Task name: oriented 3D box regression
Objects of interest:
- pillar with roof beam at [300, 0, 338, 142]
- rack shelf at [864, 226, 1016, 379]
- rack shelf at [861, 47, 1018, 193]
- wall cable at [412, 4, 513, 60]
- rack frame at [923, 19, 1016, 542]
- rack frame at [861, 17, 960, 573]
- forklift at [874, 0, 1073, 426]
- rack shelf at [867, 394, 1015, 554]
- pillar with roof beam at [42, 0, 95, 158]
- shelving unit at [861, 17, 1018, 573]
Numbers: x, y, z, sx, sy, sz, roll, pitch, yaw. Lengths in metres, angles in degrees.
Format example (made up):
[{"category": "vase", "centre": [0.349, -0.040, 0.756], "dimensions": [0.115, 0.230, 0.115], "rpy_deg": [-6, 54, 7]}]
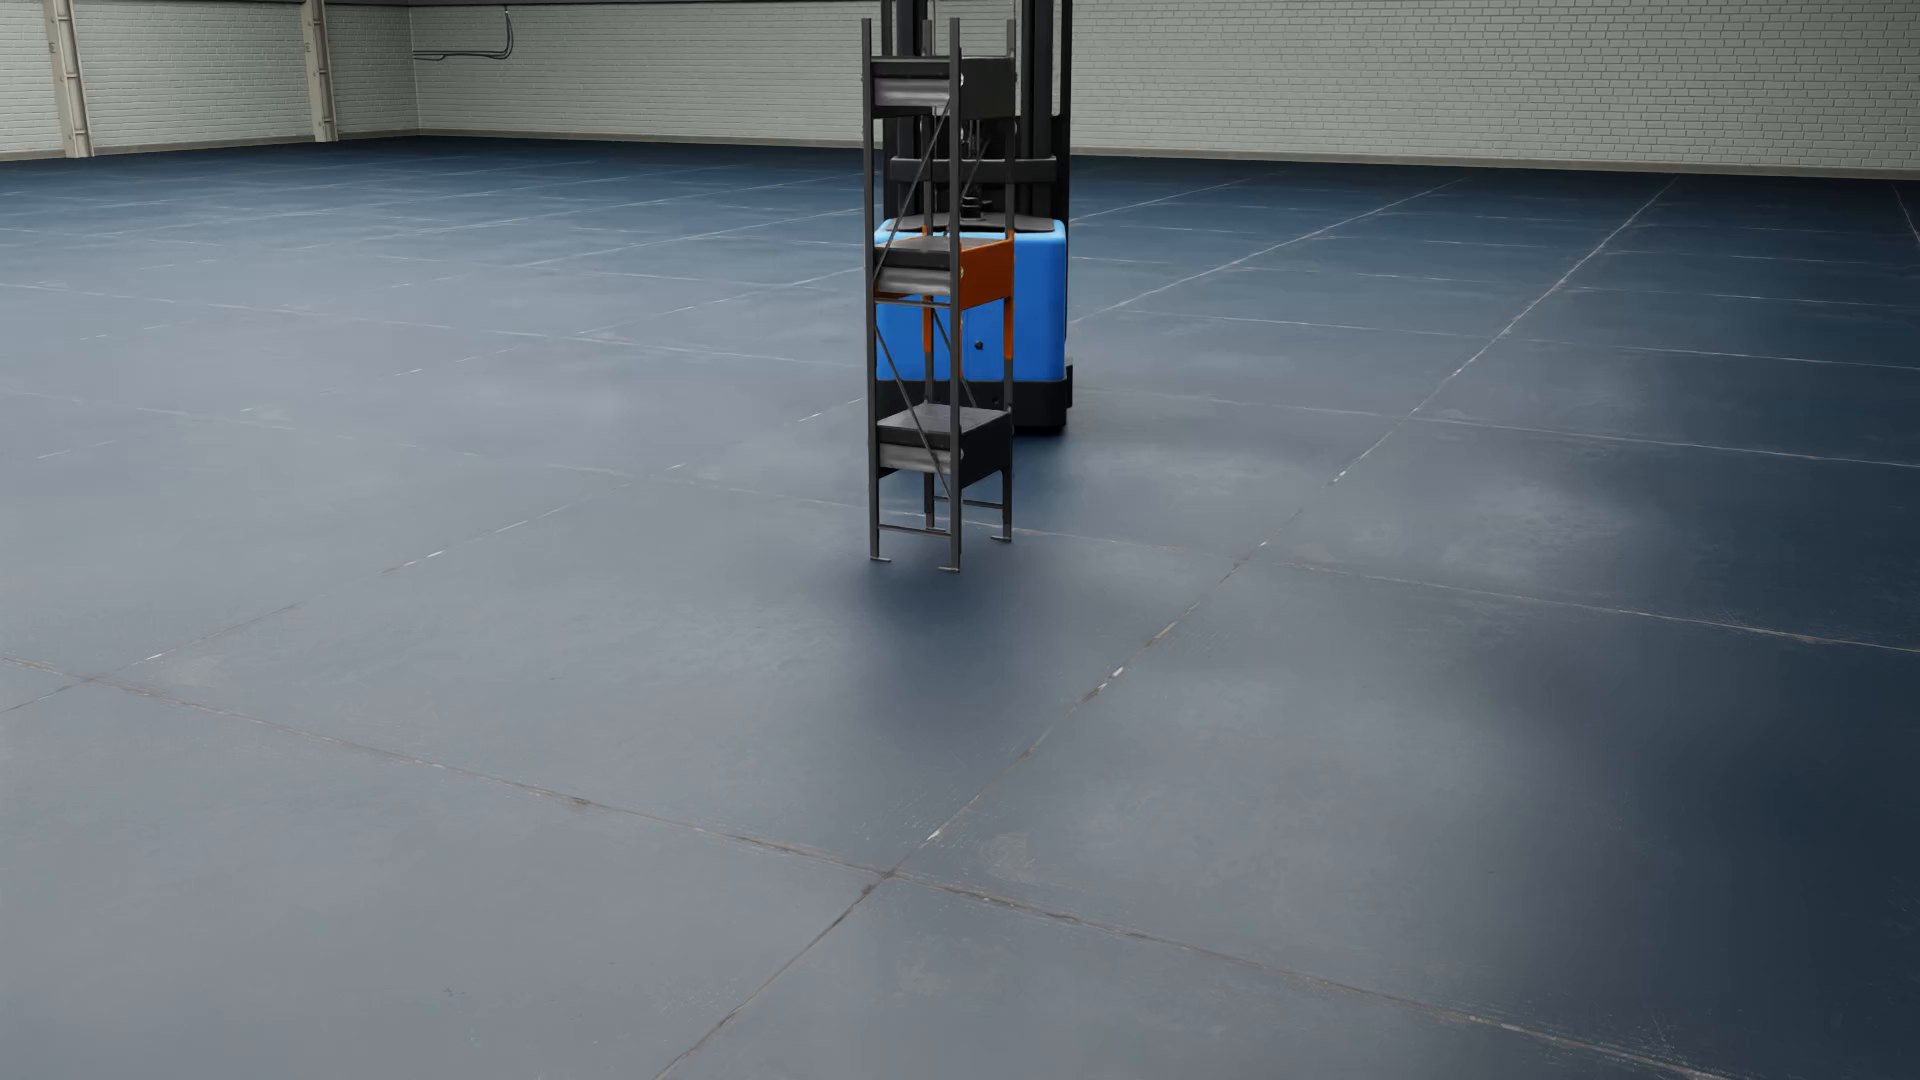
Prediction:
[{"category": "pillar with roof beam", "centre": [-10.041, -12.511, 33.340], "dimensions": [9.100, 9.000, 0.400], "rpy_deg": [8, 18, 25]}, {"category": "rack shelf", "centre": [-0.074, -0.951, 6.587], "dimensions": [0.431, 0.518, 0.480], "rpy_deg": [8, 18, 25]}, {"category": "rack shelf", "centre": [-0.074, -1.622, 6.388], "dimensions": [0.431, 0.518, 0.480], "rpy_deg": [8, 18, 25]}, {"category": "wall cable", "centre": [-11.393, -12.152, 37.586], "dimensions": [3.097, 2.526, 0.112], "rpy_deg": [8, 18, 25]}, {"category": "rack frame", "centre": [0.035, -1.027, 6.793], "dimensions": [0.400, 2.100, 0.015], "rpy_deg": [8, 18, 25]}, {"category": "rack frame", "centre": [-0.183, -0.902, 6.374], "dimensions": [0.400, 2.100, 0.015], "rpy_deg": [8, 18, 25]}, {"category": "forklift", "centre": [0.106, -2.374, 9.870], "dimensions": [1.130, 2.935, 3.031], "rpy_deg": [1, 17, 2]}, {"category": "rack shelf", "centre": [-0.074, -0.280, 6.787], "dimensions": [0.431, 0.518, 0.480], "rpy_deg": [8, 18, 25]}, {"category": "pillar with roof beam", "centre": [-12.722, -10.982, 28.195], "dimensions": [9.100, 9.000, 0.400], "rpy_deg": [8, 18, 25]}, {"category": "shelving unit", "centre": [-0.074, -0.964, 6.583], "dimensions": [0.431, 2.100, 0.503], "rpy_deg": [8, 18, 25]}]
